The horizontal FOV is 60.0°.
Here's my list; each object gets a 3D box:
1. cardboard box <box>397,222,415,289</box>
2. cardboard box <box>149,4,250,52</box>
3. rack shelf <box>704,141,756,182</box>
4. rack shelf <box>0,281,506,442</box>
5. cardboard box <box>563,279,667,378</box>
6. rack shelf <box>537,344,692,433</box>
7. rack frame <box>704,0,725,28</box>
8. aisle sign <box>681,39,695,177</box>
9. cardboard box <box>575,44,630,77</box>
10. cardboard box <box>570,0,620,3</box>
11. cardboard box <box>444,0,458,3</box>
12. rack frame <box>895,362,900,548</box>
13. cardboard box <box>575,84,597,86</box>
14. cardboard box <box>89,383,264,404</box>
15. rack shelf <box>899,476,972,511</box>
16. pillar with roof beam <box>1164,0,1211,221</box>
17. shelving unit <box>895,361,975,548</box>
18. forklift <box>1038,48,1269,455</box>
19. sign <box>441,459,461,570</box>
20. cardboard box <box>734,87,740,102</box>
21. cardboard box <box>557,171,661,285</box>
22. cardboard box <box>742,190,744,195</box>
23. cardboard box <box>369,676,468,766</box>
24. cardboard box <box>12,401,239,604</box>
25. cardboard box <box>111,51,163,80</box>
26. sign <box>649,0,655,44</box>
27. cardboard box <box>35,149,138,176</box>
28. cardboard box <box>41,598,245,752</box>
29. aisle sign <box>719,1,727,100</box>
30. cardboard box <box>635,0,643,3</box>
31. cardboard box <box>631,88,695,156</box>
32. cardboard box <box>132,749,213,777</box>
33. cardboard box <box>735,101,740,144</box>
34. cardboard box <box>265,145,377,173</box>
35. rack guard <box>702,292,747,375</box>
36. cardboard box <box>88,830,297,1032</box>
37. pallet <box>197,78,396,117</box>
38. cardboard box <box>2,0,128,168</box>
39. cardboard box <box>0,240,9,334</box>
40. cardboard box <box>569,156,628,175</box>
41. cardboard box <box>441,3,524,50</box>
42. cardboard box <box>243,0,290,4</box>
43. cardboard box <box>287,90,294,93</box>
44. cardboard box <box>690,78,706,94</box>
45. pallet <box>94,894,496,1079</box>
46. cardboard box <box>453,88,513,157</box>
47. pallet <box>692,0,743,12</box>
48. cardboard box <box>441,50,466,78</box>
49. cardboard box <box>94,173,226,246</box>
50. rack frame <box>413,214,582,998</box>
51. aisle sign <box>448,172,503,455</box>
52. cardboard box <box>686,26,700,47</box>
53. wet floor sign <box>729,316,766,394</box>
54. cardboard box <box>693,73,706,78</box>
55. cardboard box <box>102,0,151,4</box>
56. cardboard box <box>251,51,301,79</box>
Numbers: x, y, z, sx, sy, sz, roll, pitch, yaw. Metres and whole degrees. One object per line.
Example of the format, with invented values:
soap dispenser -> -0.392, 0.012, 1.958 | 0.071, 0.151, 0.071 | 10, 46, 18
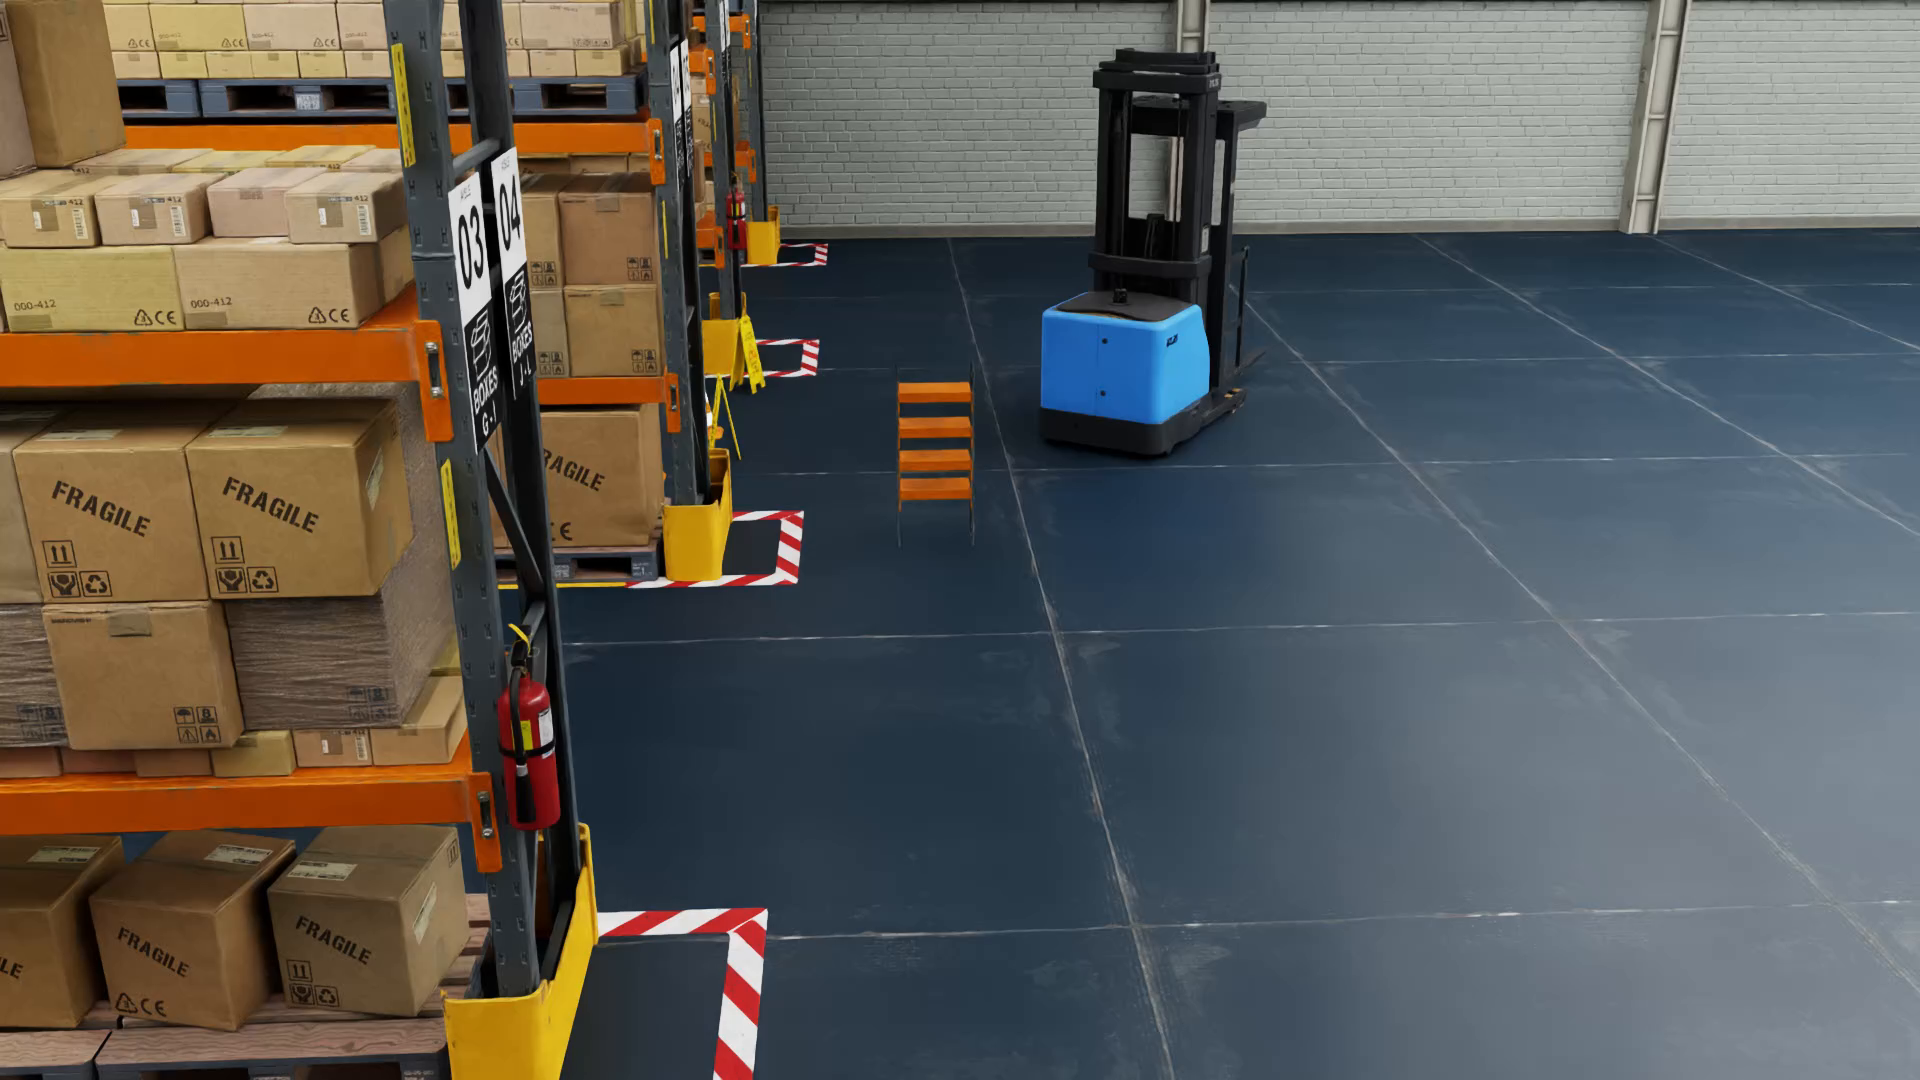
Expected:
cardboard box -> -2.049, -1.000, 5.526 | 0.500, 0.250, 0.500 | -1, 21, -1
cardboard box -> -4.217, -2.914, 9.405 | 0.500, 0.250, 0.500 | -1, 21, -4
rack shelf -> -4.402, -4.493, 19.716 | 4.000, 0.370, 1.077 | -1, 21, -3
rack shelf -> -3.550, -0.611, 5.305 | 4.000, 0.370, 1.077 | -1, 21, -3
cardboard box -> -2.103, -1.396, 10.362 | 0.550, 0.550, 0.875 | -1, 21, -3
rack shelf -> -3.732, -0.973, 10.472 | 4.000, 0.370, 1.077 | -1, 21, -3
rack frame -> -2.119, -5.910, 13.996 | 0.127, 3.000, 1.000 | -1, 21, -3
aisle sign -> -1.681, -2.673, 10.272 | 0.004, 0.787, 0.394 | -1, 21, -3
cardboard box -> -2.048, -2.750, 9.535 | 0.250, 0.149, 0.380 | -1, 21, -3
cardboard box -> -2.052, -3.122, 9.393 | 0.250, 0.149, 0.380 | -1, 21, -3
cardboard box -> -2.816, -3.107, 9.352 | 0.250, 0.149, 0.380 | -1, 21, -2
rack frame -> -0.409, -0.552, 10.886 | 0.015, 1.200, 0.240 | -1, 21, -3
cardboard box -> -4.282, -5.243, 19.206 | 0.250, 0.149, 0.380 | -1, 21, -2
cardboard box -> -2.617, -0.317, 5.774 | 0.500, 0.500, 0.500 | -1, 21, -3
rack shelf -> -0.165, -0.309, 10.993 | 0.480, 0.148, 0.258 | -1, 21, -3
pillar with roof beam -> 3.084, -6.572, 15.735 | 0.400, 9.000, 9.100 | -1, 21, -3
shelving unit -> -0.165, -0.557, 10.899 | 0.503, 1.200, 0.258 | -1, 21, -3
forklift -> 1.774, -2.497, 13.560 | 1.130, 2.935, 3.031 | 11, 24, 27
sign -> -1.541, -0.077, 5.036 | 0.005, 0.325, 0.100 | -1, 21, -3
cardboard box -> -2.759, -5.304, 19.786 | 0.250, 0.149, 0.380 | -2, 21, -4
cardboard box -> -2.108, -1.931, 10.248 | 0.550, 0.550, 0.875 | -1, 21, -3
cardboard box -> -2.887, -4.078, 20.189 | 0.500, 0.250, 0.500 | -1, 21, -2
cardboard box -> -1.826, 0.611, 5.654 | 0.250, 0.149, 0.380 | -1, 21, -3
cardboard box -> -2.587, -0.128, 5.277 | 0.500, 0.500, 0.500 | -1, 21, -3
cardboard box -> -4.588, -2.698, 9.399 | 0.250, 0.149, 0.380 | -1, 21, -4
sign -> -1.718, -2.935, 9.266 | 0.005, 0.325, 0.100 | -1, 21, -3
cardboard box -> -2.869, -1.177, 5.431 | 0.250, 0.149, 0.380 | -1, 21, -3
cardboard box -> -2.596, 0.283, 5.604 | 0.500, 0.500, 0.875 | -1, 21, -3
aisle sign -> -2.040, -4.219, 14.334 | 0.004, 0.787, 0.394 | -1, 21, -3
cardboard box -> -2.699, -4.660, 14.161 | 0.250, 0.149, 0.380 | -1, 21, -2
cardboard box -> -2.616, -3.671, 14.584 | 0.500, 0.500, 0.700 | -2, 21, -4
cardboard box -> -2.572, 0.639, 5.581 | 0.250, 0.149, 0.380 | -1, 21, -3
cardboard box -> -2.916, -5.005, 19.910 | 0.500, 0.500, 0.500 | 0, 21, -1
cardboard box -> -2.105, -1.210, 5.517 | 0.250, 0.149, 0.380 | -1, 21, -2
rack guard -> -2.194, -1.936, 15.504 | 0.348, 0.500, 1.175 | -1, 21, -3
cardboard box -> -2.772, 1.417, 6.106 | 0.500, 0.500, 0.500 | 4, 21, 11
pallet -> -3.696, -2.666, 9.815 | 1.213, 0.211, 1.003 | -1, 21, -3
cardboard box -> -3.050, -1.473, 5.297 | 0.500, 0.500, 0.500 | -1, 21, -3
cardboard box -> -3.030, -0.799, 4.999 | 0.500, 0.250, 0.500 | -1, 21, -2
cardboard box -> -3.145, -3.174, 14.685 | 0.500, 0.500, 0.500 | -1, 21, -3
cardboard box -> -2.707, -2.944, 9.485 | 0.500, 0.250, 0.500 | -1, 21, -3
cardboard box -> -3.827, -3.086, 9.297 | 0.250, 0.149, 0.380 | -1, 21, -3
cardboard box -> -5.660, -3.610, 14.423 | 0.500, 0.500, 0.700 | -1, 21, -4
cardboard box -> -2.996, -5.260, 19.251 | 0.250, 0.149, 0.380 | -1, 21, -3
pallet -> -2.442, 1.723, 6.299 | 1.213, 0.211, 1.003 | -1, 21, -3
cardboard box -> -4.131, -3.656, 14.544 | 0.500, 0.500, 0.700 | -1, 21, -3
pallet -> -3.113, -6.225, 19.163 | 1.213, 0.211, 1.003 | -1, 21, -3
cardboard box -> -2.808, -2.735, 9.495 | 0.250, 0.149, 0.380 | -1, 21, -3
cardboard box -> -2.346, -0.979, 4.912 | 0.250, 0.149, 0.380 | -2, 21, -5
rack frame -> -1.553, 0.414, 5.817 | 0.127, 3.000, 1.000 | -1, 21, -3
aisle sign -> -1.474, -0.695, 5.078 | 0.004, 0.787, 0.394 | -1, 21, -3
cardboard box -> -2.468, -4.499, 14.860 | 0.250, 0.149, 0.380 | -1, 21, -3
wet floor sign -> -1.868, -1.630, 14.494 | 0.232, 0.644, 0.267 | 6, 22, 16
cardboard box -> -3.022, -5.444, 19.734 | 0.250, 0.149, 0.380 | 0, 21, -1
cardboard box -> -4.585, -3.071, 9.258 | 0.250, 0.149, 0.380 | -1, 21, -4
cardboard box -> -3.827, -2.714, 9.439 | 0.250, 0.149, 0.380 | -1, 21, -2
